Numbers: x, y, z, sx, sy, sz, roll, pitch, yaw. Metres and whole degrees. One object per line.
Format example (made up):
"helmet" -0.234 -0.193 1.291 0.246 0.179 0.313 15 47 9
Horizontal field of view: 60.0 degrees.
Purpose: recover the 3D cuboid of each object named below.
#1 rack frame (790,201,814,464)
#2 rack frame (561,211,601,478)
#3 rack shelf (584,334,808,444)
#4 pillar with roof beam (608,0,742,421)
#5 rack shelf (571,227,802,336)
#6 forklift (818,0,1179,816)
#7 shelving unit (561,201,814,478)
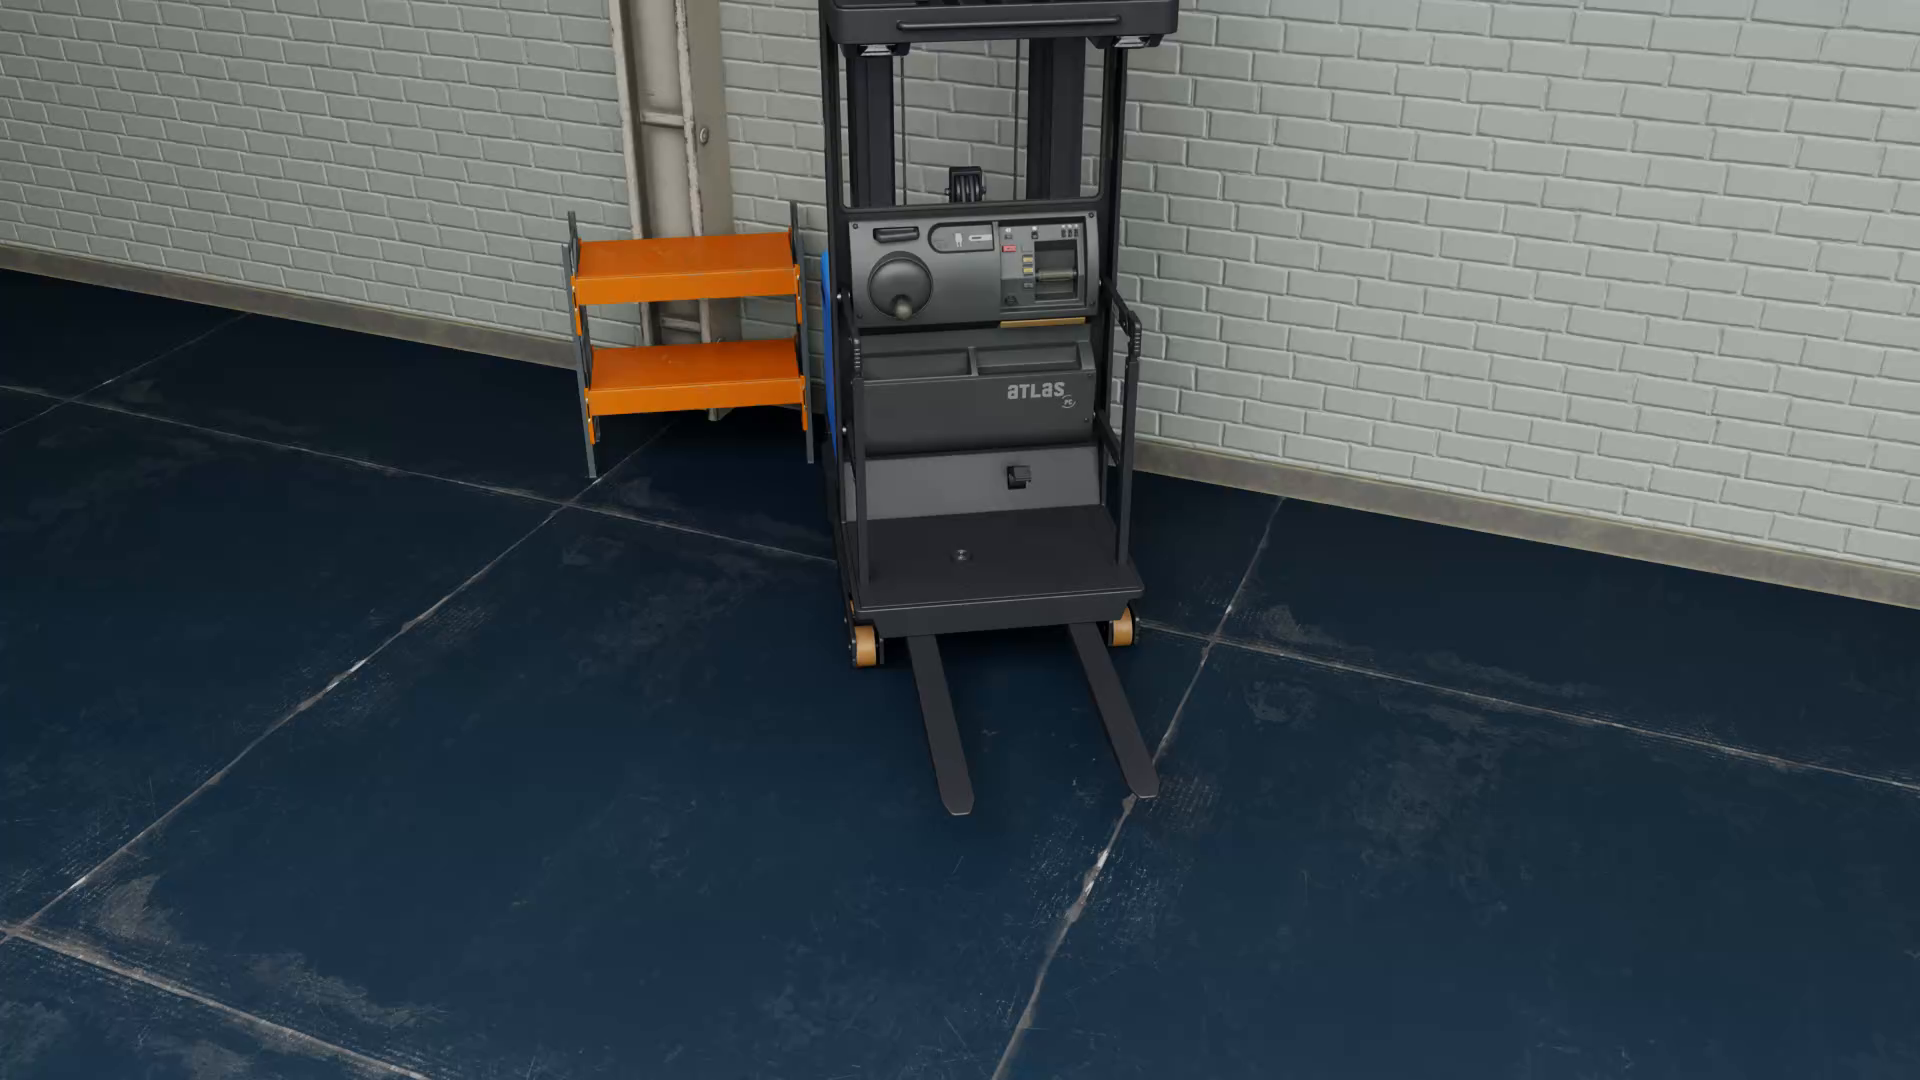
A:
"rack frame" -0.743 -0.974 7.829 0.032 1.125 0.500 -4 30 -7
"rack frame" -1.749 -0.901 7.700 0.032 1.125 0.500 -4 30 -7
"rack shelf" -1.246 -0.724 7.885 1.000 0.278 0.538 -4 30 -7
"pillar with roof beam" -2.956 -2.654 2.800 0.400 9.000 9.100 11 31 19
"rack shelf" -1.246 -1.192 7.621 1.000 0.278 0.538 -4 30 -7
"forklift" 0.089 -0.973 5.992 1.130 2.935 3.031 -4 30 -7
"shelving unit" -1.246 -0.937 7.765 1.048 1.125 0.538 -4 30 -7
